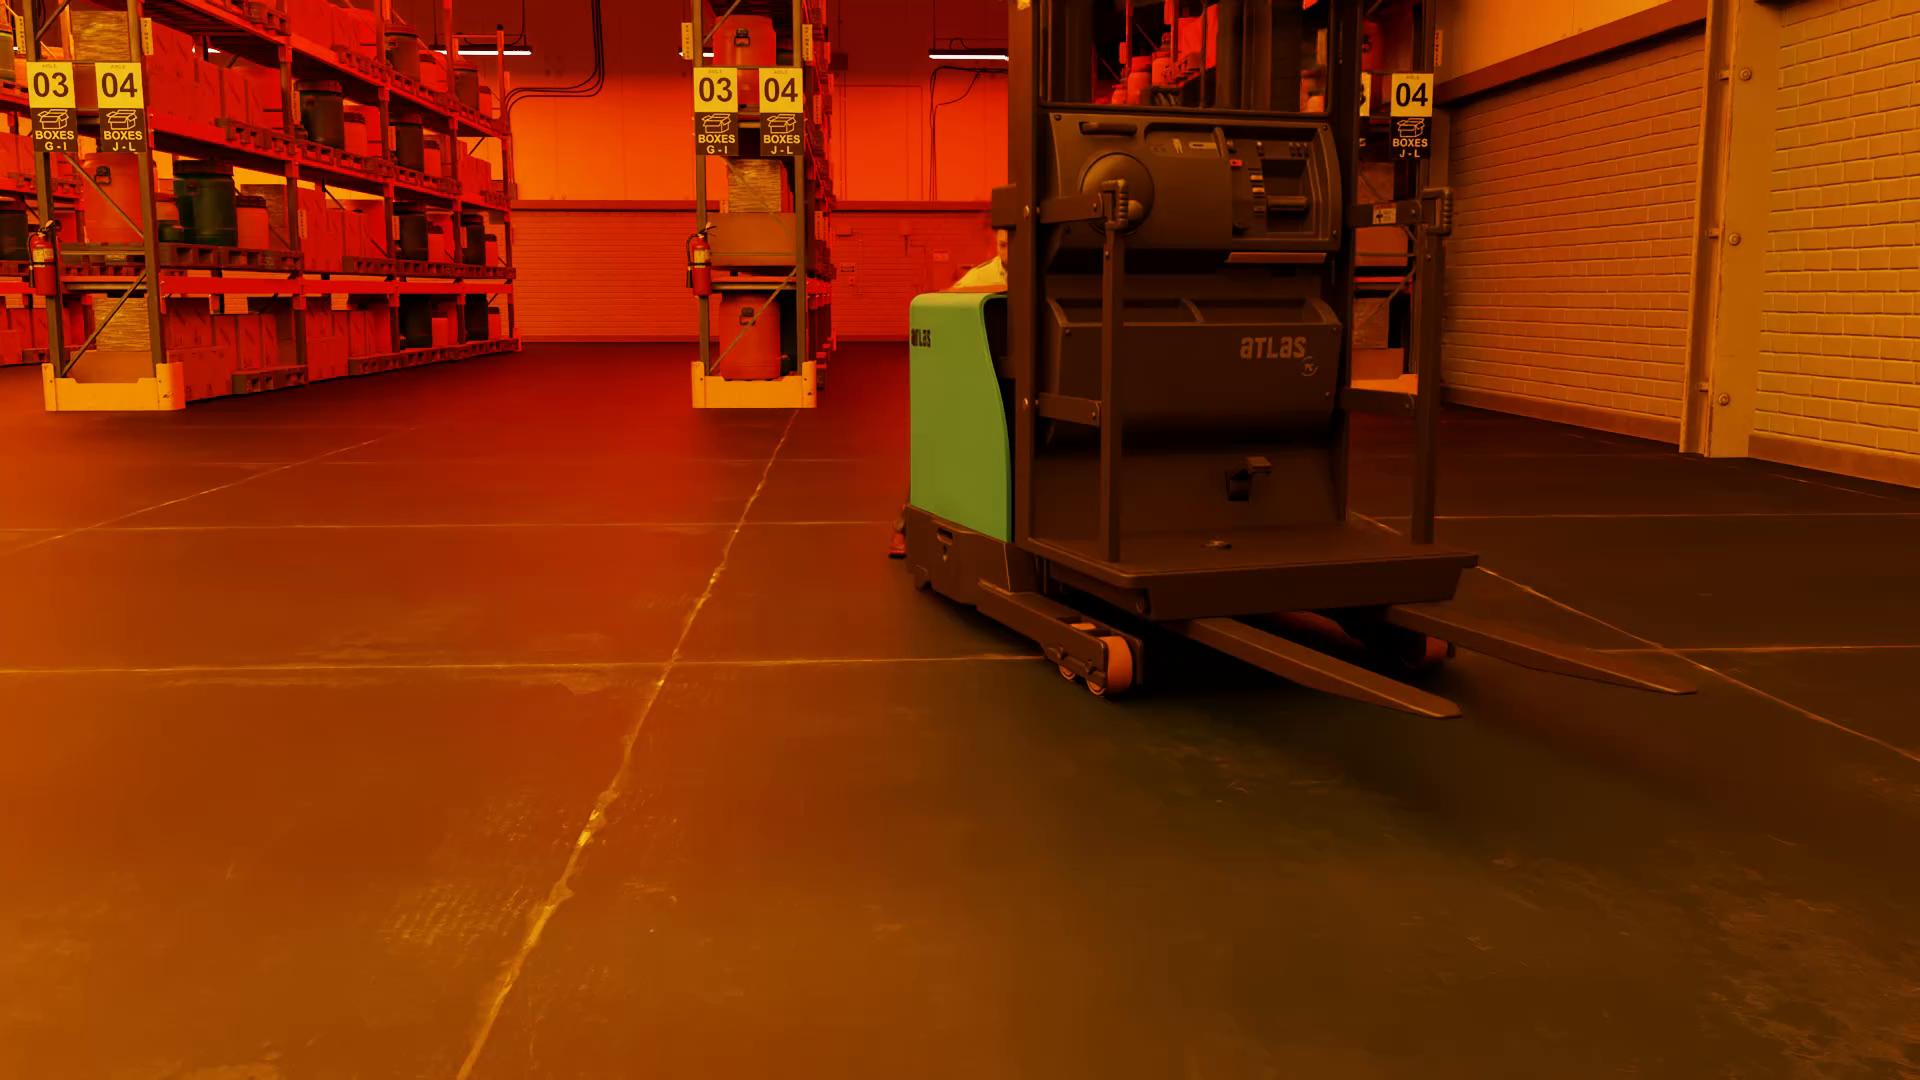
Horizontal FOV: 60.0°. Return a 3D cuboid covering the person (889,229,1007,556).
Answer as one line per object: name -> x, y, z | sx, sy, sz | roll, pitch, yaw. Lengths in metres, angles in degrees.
person -> 0.266, -0.656, 6.875 | 1.114, 1.426, 0.660 | 1, 9, 9

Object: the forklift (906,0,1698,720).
forklift -> 0.777, -1.096, 4.713 | 1.130, 2.935, 3.031 | -3, 9, -19
